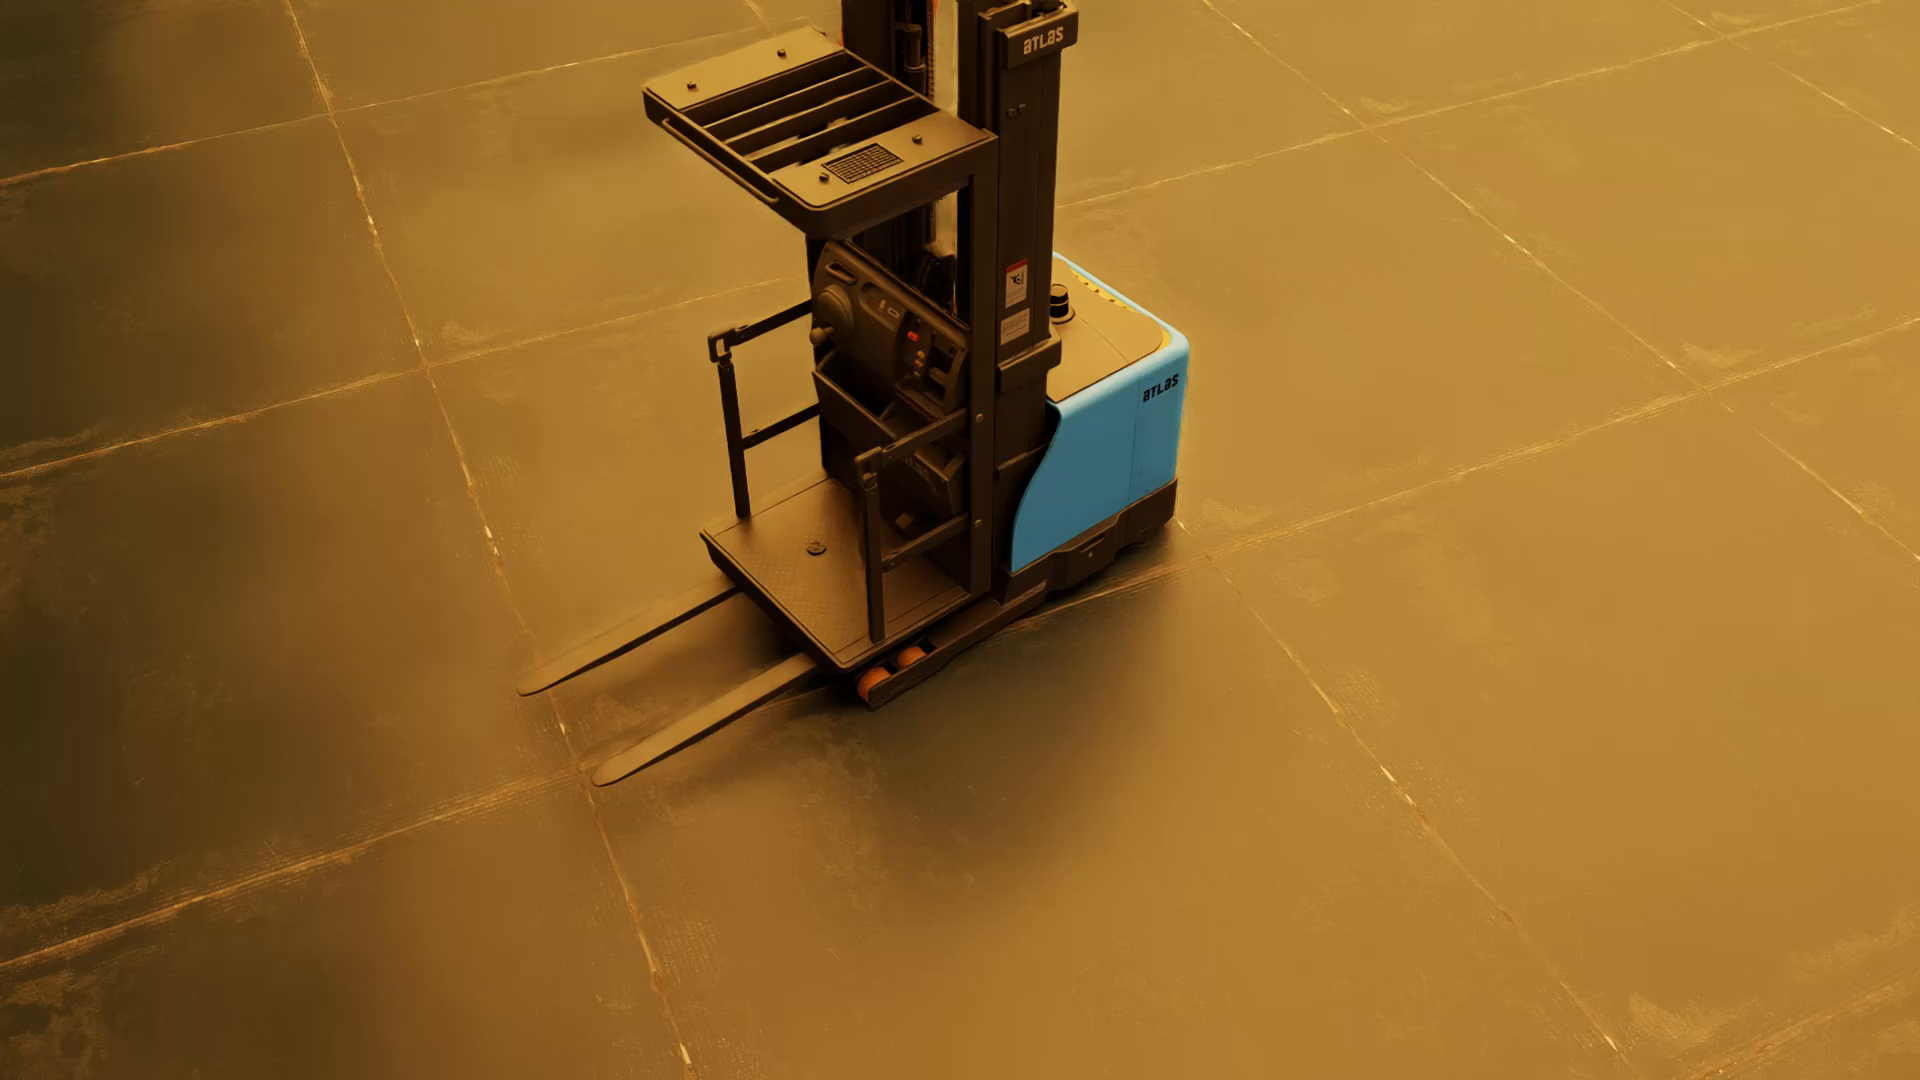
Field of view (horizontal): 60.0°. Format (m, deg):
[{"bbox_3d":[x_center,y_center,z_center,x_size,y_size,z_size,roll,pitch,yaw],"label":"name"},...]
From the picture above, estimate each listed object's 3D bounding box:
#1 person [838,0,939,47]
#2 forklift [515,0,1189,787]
[{"bbox_3d":[-0.451,-2.924,9.684,0.640,1.727,0.551,-21,47,-21],"label":"person"},{"bbox_3d":[-0.450,-0.775,6.511,3.031,2.935,1.130,-29,50,-28],"label":"forklift"}]
